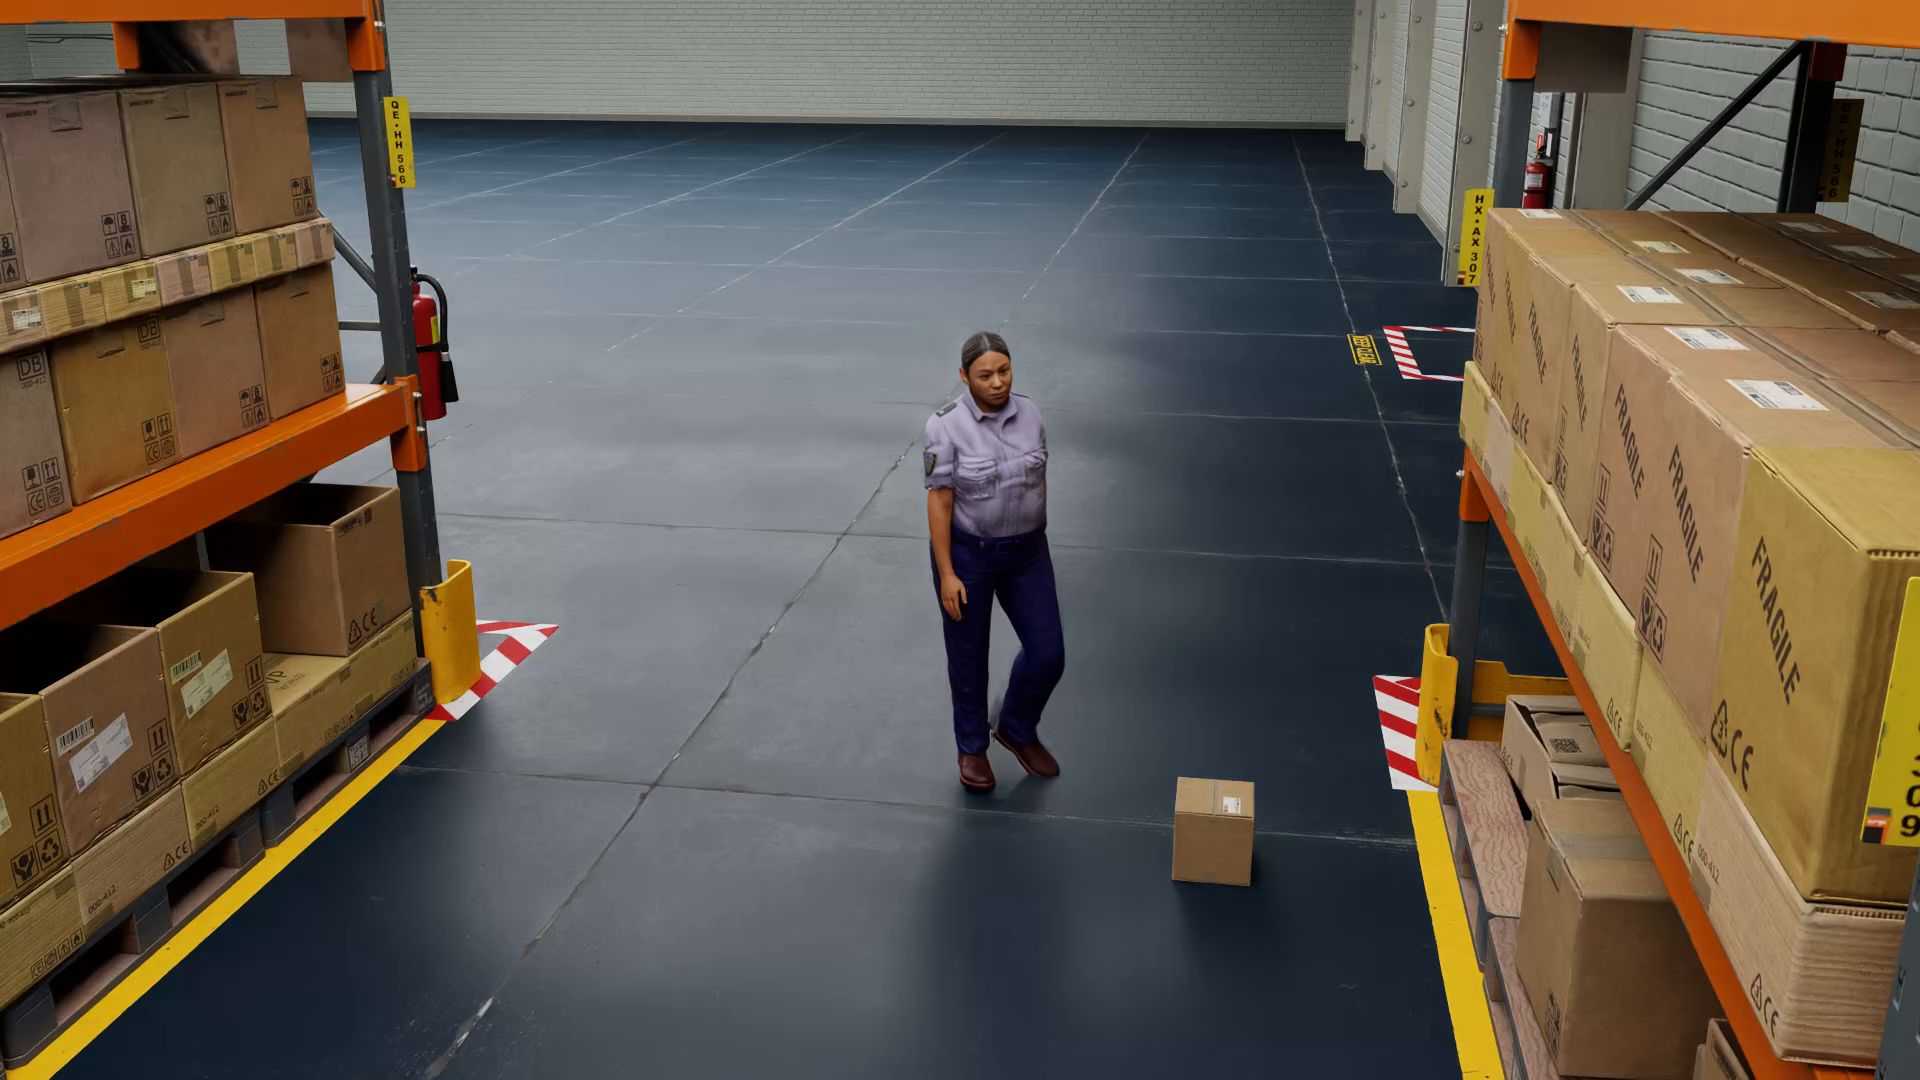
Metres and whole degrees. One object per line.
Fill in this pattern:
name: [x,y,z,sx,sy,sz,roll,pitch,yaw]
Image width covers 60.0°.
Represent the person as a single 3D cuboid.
person: [0.120,0.095,5.798,0.524,1.685,0.370,-7,19,-20]
